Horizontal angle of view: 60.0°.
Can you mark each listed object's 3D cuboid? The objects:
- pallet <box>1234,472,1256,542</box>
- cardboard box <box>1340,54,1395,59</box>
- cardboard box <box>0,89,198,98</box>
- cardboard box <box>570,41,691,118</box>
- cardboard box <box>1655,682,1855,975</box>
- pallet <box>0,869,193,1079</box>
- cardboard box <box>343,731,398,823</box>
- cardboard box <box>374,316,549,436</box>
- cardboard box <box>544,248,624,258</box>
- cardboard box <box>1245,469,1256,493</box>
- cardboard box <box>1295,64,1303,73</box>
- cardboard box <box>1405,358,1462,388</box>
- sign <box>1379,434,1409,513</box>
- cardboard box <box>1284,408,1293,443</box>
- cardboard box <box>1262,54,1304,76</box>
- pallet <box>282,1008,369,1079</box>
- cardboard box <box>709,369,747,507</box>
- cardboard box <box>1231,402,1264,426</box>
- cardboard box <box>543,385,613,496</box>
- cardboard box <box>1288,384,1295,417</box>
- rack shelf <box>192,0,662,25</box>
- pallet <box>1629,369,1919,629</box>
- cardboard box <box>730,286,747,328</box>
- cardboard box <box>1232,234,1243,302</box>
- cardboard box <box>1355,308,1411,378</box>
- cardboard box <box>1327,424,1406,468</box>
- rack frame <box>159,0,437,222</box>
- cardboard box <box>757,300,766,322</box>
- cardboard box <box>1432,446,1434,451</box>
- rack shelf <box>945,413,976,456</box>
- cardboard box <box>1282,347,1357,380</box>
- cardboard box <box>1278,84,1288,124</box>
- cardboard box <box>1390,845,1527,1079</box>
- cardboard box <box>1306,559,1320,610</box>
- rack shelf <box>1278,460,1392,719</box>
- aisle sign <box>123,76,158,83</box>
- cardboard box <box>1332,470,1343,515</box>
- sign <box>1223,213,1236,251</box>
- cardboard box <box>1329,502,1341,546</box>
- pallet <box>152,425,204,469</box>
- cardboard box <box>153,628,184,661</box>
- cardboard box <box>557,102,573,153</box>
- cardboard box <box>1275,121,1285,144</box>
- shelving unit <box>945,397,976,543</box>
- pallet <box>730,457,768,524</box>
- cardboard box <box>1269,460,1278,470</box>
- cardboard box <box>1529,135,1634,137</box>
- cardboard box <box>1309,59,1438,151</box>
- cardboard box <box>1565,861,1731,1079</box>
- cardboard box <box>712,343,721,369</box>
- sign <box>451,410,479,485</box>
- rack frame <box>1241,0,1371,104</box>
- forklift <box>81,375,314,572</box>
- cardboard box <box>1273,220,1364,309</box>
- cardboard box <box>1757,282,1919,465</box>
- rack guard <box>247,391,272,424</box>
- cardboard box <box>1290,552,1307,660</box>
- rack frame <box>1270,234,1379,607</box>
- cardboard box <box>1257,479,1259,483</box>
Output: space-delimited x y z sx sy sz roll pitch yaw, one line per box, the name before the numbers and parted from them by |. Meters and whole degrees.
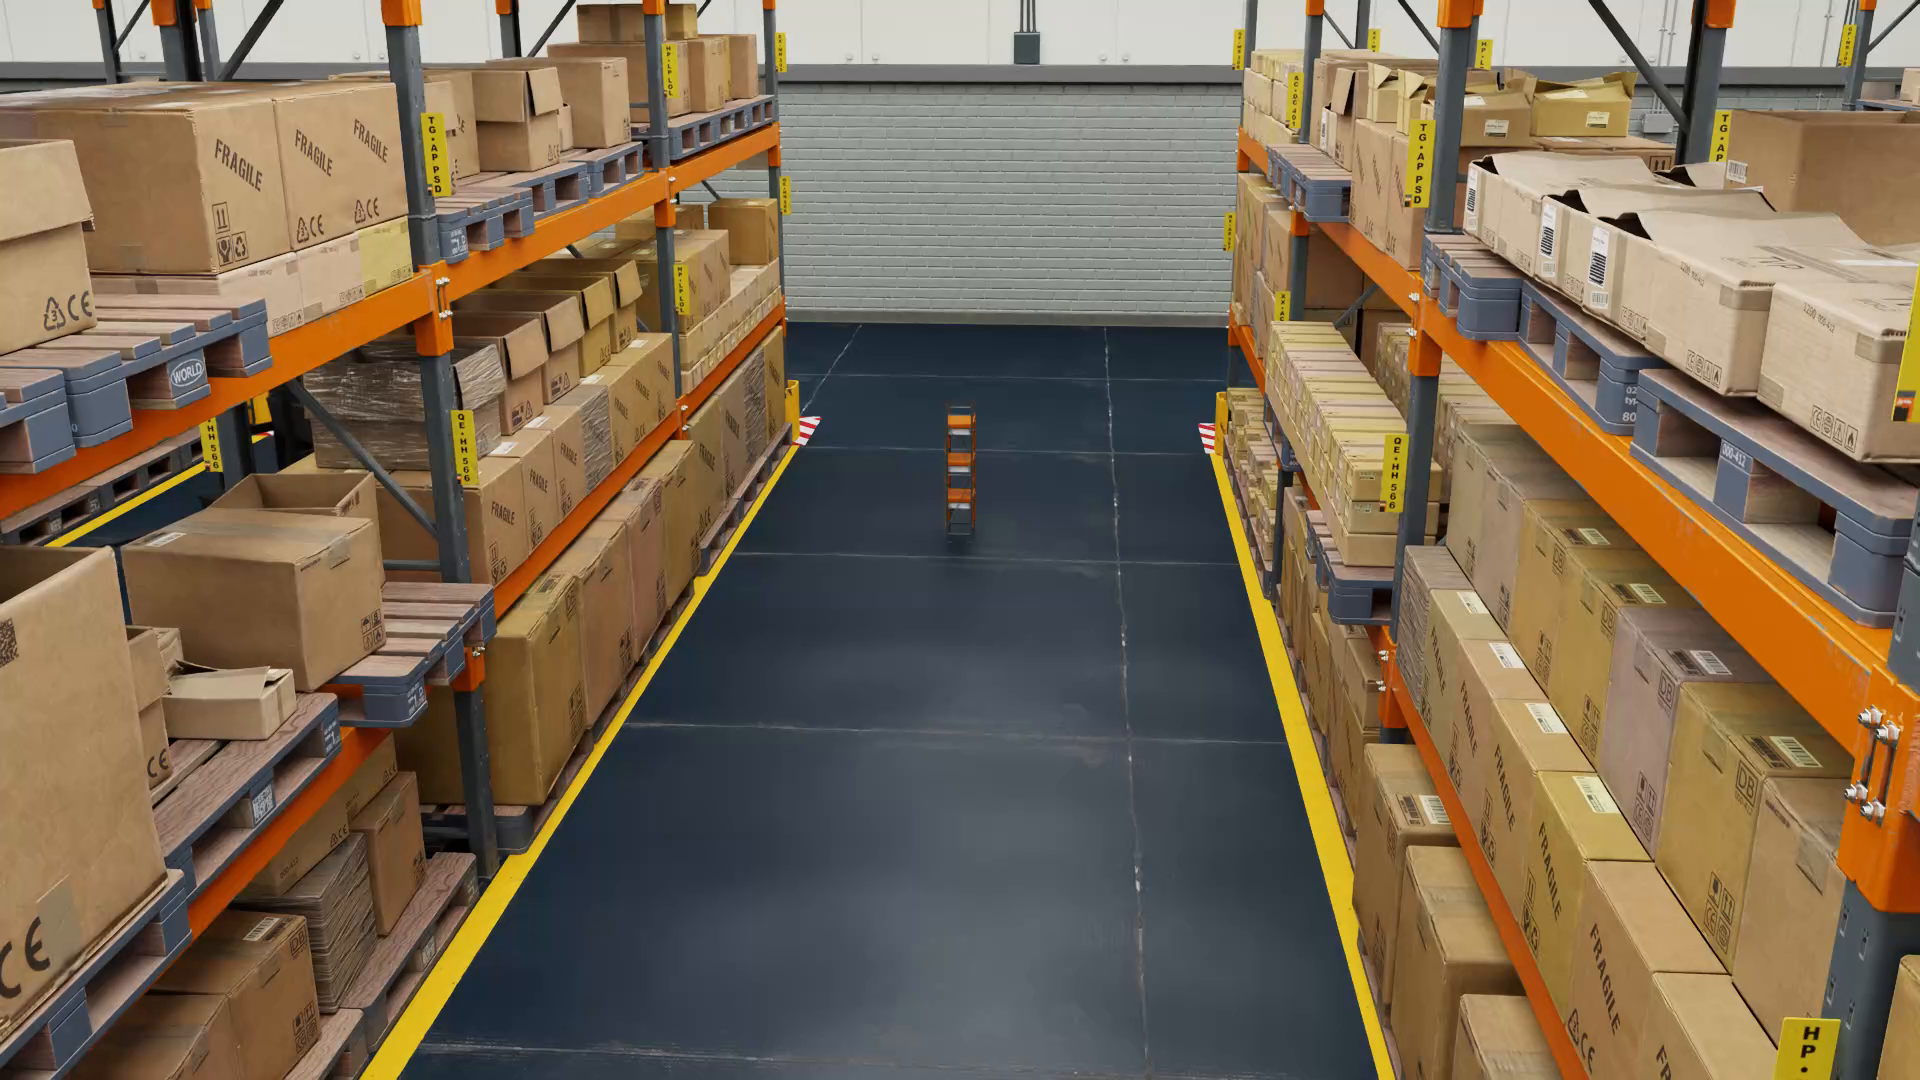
pallet | 2.676 -0.252 12.853 1.003 0.211 1.213 1 18 4
cardboard box | 3.011 -3.505 12.281 0.380 0.149 0.250 2 18 5
cardboard box | -2.979 -1.301 5.794 0.500 0.500 0.500 1 18 4
cardboard box | -2.322 -3.261 11.746 0.700 0.500 0.500 2 18 7
cardboard box | 2.070 0.660 3.825 0.700 0.500 0.500 1 18 3
pallet | -2.735 1.212 4.216 1.003 0.211 1.213 1 18 4
cardboard box | -2.666 0.944 6.830 0.500 0.250 0.500 2 18 6
cardboard box | -2.530 -0.841 8.401 0.797 0.503 0.637 2 18 5
cardboard box | -2.595 -1.705 11.368 0.500 0.500 0.500 2 18 5
cardboard box | 2.411 -0.439 12.849 0.380 0.149 0.250 1 18 4
cardboard box | 2.337 -2.955 10.604 0.380 0.149 0.250 2 18 5
cardboard box | 2.666 -0.900 9.127 0.380 0.149 0.250 1 18 2
sign | 1.750 -0.267 6.689 0.100 0.325 0.005 1 18 4
cardboard box | 2.019 -0.635 9.273 0.380 0.149 0.250 0 18 1
cardboard box | 2.441 -3.517 12.319 0.380 0.149 0.250 2 18 6
pallet | -2.796 2.058 5.803 1.003 0.211 1.213 1 18 4
cardboard box | -2.170 -0.803 12.793 0.875 0.875 0.875 1 18 4
cardboard box | 2.443 -1.039 13.725 0.380 0.149 0.250 1 18 4
cardboard box | -2.236 -0.555 9.138 0.500 0.500 0.500 1 18 4
cardboard box | 2.022 -0.772 9.213 0.380 0.149 0.250 2 18 6
rack shelf | -2.505 -2.828 8.399 1.077 0.370 4.000 1 18 4
pallet | 2.022 -0.124 3.473 0.805 0.209 1.217 1 18 2
cardboard box | -1.951 -1.808 12.888 0.500 0.250 0.500 1 18 4
cardboard box | 2.557 -2.286 13.943 0.500 0.500 0.500 2 18 7
cardboard box | 2.865 -1.325 11.011 0.500 0.500 0.500 1 18 3
cardboard box | 1.909 -0.430 7.692 0.380 0.149 0.250 2 18 6
rack frame | -2.648 -2.739 6.329 1.000 3.000 0.127 1 18 4
cardboard box | -1.827 -1.898 13.803 0.380 0.149 0.250 2 18 5
cardboard box | 2.638 -0.453 8.717 0.380 0.149 0.250 1 18 2
rack shelf | 0.004 -0.775 12.225 0.215 0.259 0.240 1 18 4
cardboard box | 2.036 -0.995 9.416 0.380 0.149 0.250 1 18 3
cardboard box | 2.407 -2.890 11.046 0.500 0.250 0.500 1 18 2
cardboard box | 2.099 1.583 5.714 1.050 0.750 0.750 2 18 5
cardboard box | 2.185 0.191 9.157 0.500 0.250 0.500 2 18 6
rack shelf | 2.435 -0.025 8.837 1.077 0.370 4.000 1 18 4
aisle sign | -7.306 -3.747 14.867 0.394 0.787 0.004 1 18 4
cardboard box | 1.890 -0.214 7.509 0.380 0.149 0.250 2 18 6
sign | 2.324 -2.654 14.314 0.100 0.325 0.005 1 18 4
cardboard box | 1.888 -0.066 7.537 0.380 0.149 0.250 1 18 4
pallet | -7.113 -0.902 14.838 1.003 0.211 1.213 1 18 4
cardboard box | -2.998 0.499 5.648 0.500 0.250 0.500 1 18 2
cardboard box | -2.530 -2.374 9.502 0.500 0.311 0.500 1 18 2
cardboard box | 2.392 -2.655 11.133 0.500 0.250 0.500 1 18 4
shelving unit | 0.004 -0.516 12.310 0.215 1.050 0.252 1 18 4
pallet | -2.144 -0.419 13.363 1.003 0.211 1.213 1 18 4
cardboard box | 2.430 -0.468 11.983 0.380 0.149 0.250 2 18 6
cardboard box | 2.627 -1.545 7.344 0.500 0.500 0.500 1 18 4
cardboard box | 2.442 -2.545 9.721 0.700 0.500 0.500 1 18 4
cardboard box | 1.812 1.124 4.014 0.500 0.500 0.500 1 18 3
cardboard box | -1.954 -1.340 12.099 0.380 0.149 0.250 1 18 2
sign | -2.106 -0.391 7.067 0.100 0.325 0.005 1 18 4
rack frame | 2.865 -5.081 13.478 1.000 3.000 0.127 1 18 4
forklift | -4.951 -1.411 12.023 1.130 2.935 3.031 13 22 35
cardboard box | 2.342 -1.804 10.867 0.500 0.500 0.500 1 18 2
cardboard box | 1.896 -0.327 3.194 0.500 0.250 0.500 1 18 5
rack guard | -7.026 -1.303 15.596 1.175 0.500 0.348 1 18 4
cardboard box | 2.225 0.388 9.761 0.500 0.500 0.500 2 18 6
rack frame | 2.578 -0.988 10.621 1.000 3.000 0.127 1 18 4
cardboard box | 2.446 -0.485 12.512 0.380 0.149 0.250 0 18 1
